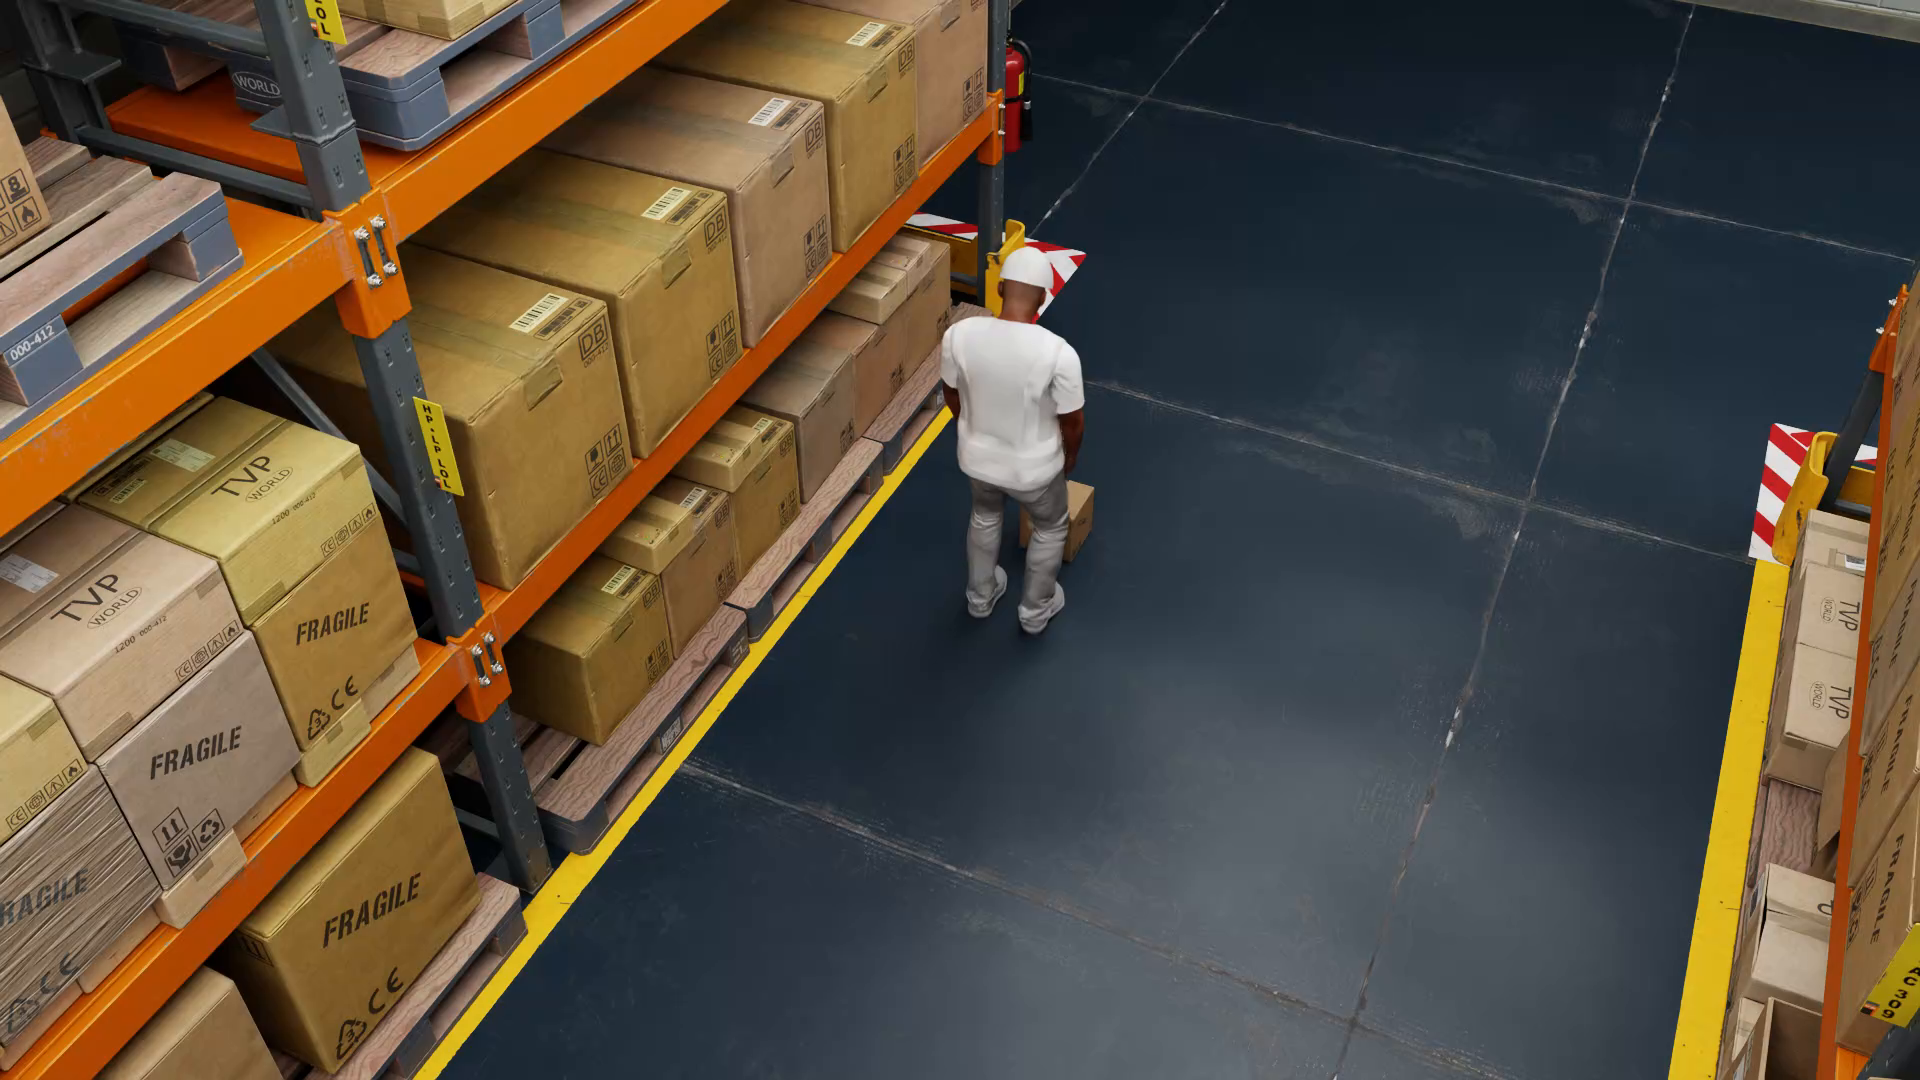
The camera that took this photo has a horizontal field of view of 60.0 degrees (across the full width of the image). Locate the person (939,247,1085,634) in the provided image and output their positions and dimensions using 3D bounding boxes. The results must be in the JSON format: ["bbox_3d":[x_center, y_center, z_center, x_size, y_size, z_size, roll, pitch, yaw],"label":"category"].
[{"bbox_3d":[0.208,-0.367,6.600,0.595,1.708,0.472,17,45,19],"label":"person"}]
